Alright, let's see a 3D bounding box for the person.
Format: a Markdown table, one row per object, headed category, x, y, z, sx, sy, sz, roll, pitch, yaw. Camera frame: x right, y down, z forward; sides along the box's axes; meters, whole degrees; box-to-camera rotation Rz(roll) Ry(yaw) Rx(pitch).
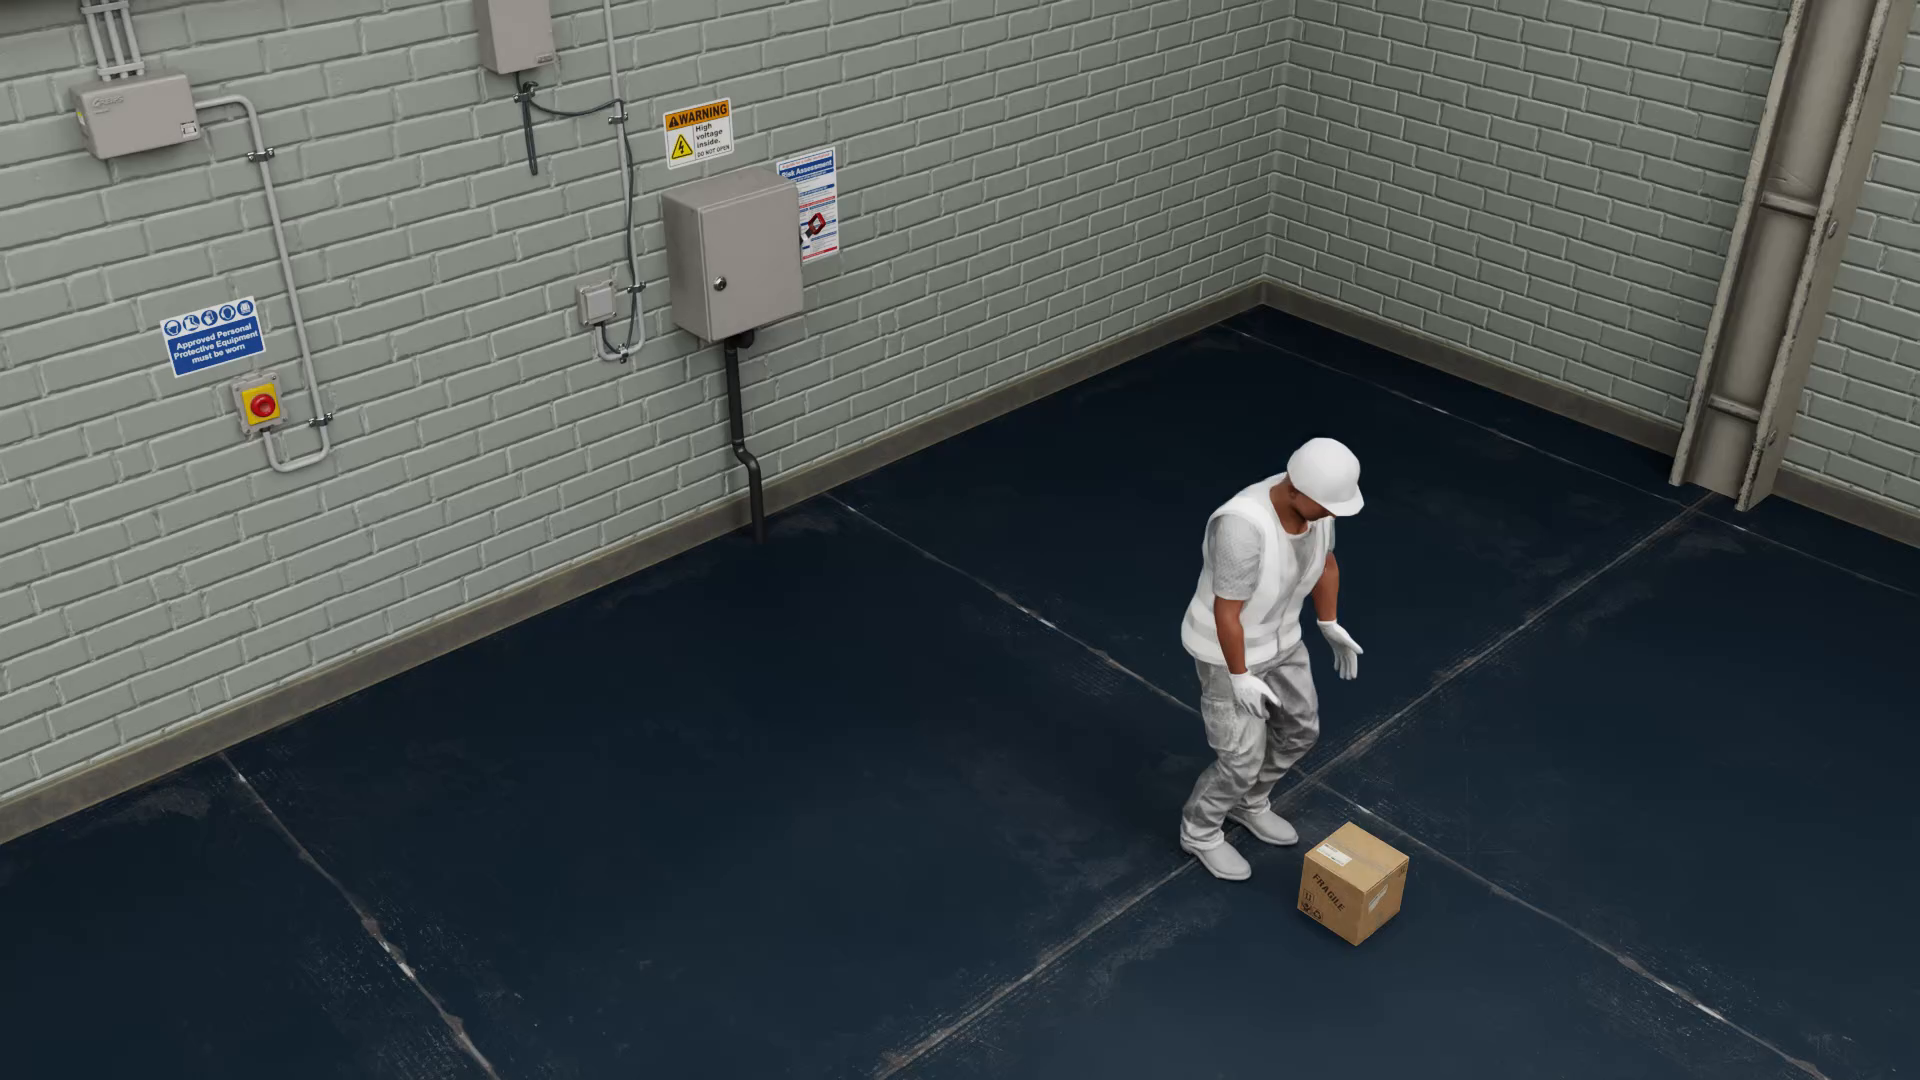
| category | x | y | z | sx | sy | sz | roll | pitch | yaw |
| --- | --- | --- | --- | --- | --- | --- | --- | --- | --- |
| person | 1.039 | 0.367 | 5.602 | 0.584 | 1.695 | 0.517 | -25 | 39 | -34 |
